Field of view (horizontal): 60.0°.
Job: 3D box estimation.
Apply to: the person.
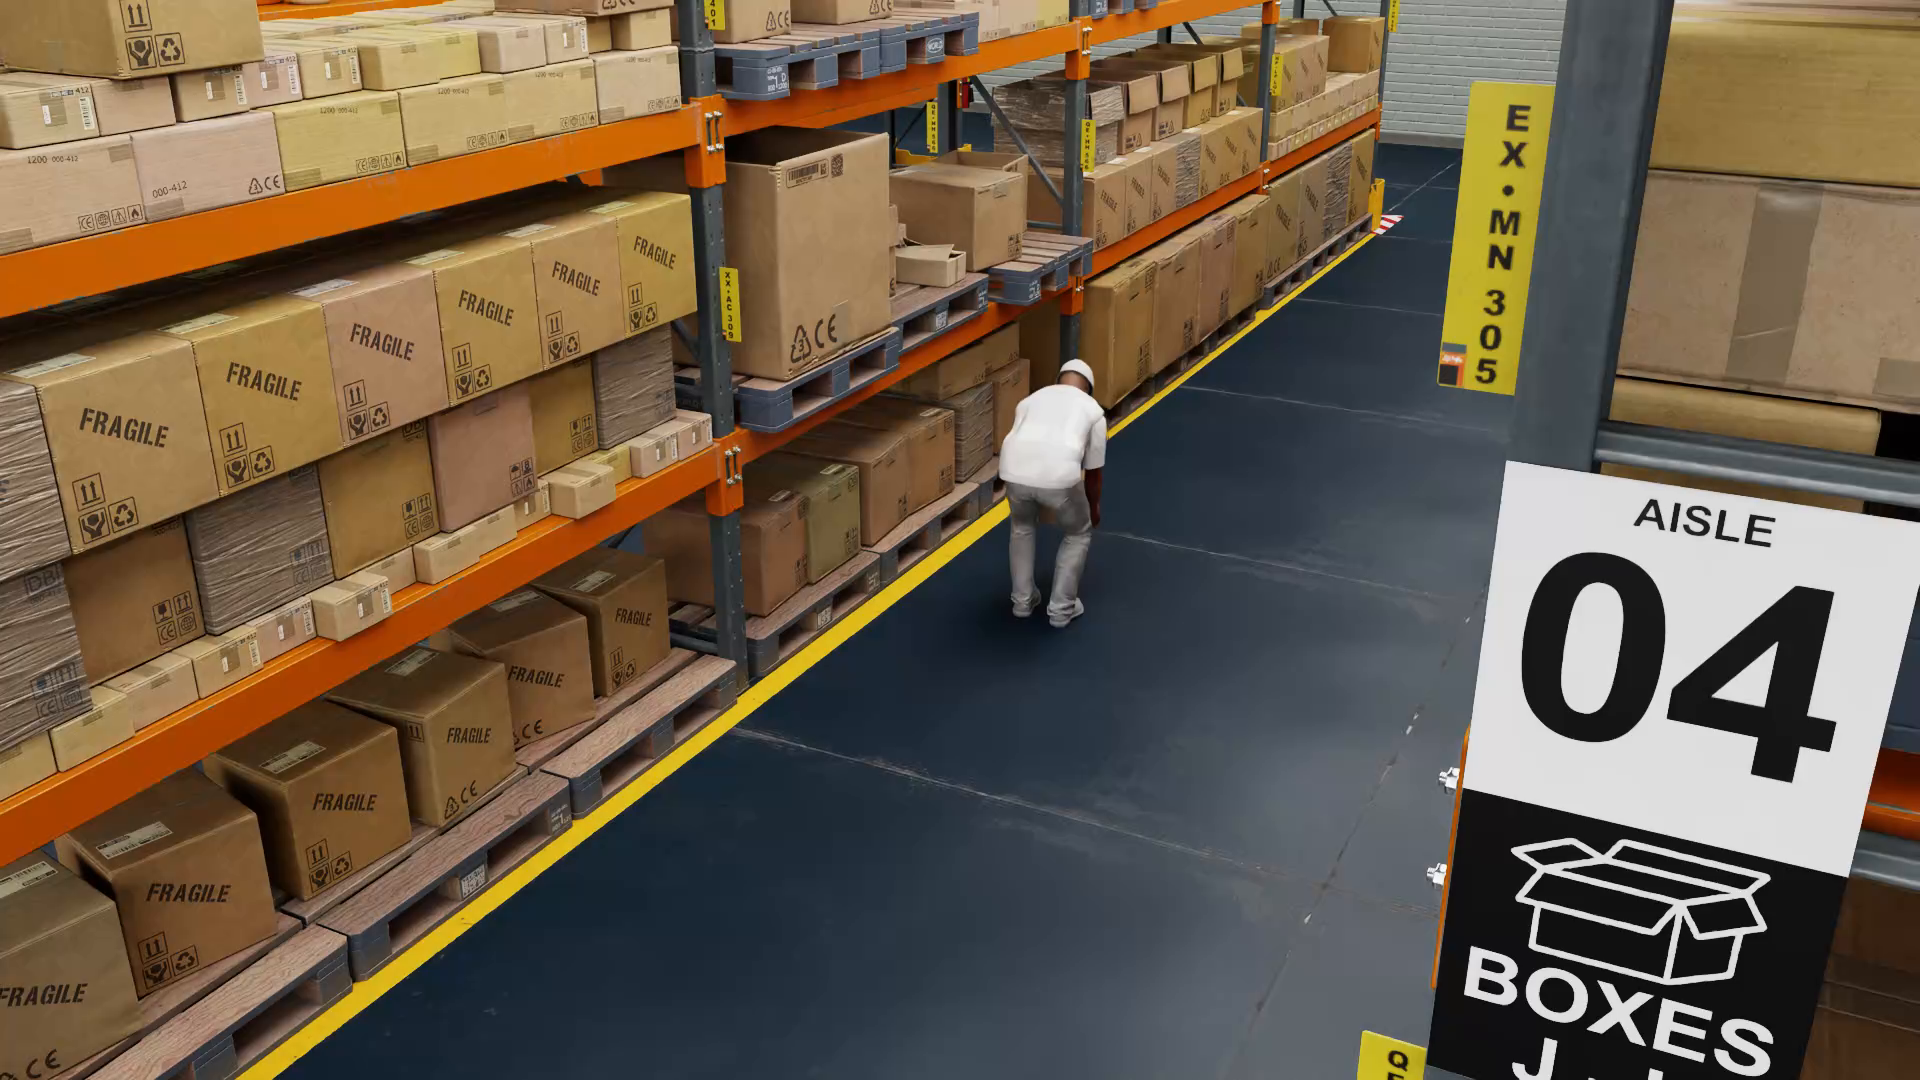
[{"bbox_3d":[0.499,-0.258,8.839,0.497,1.258,0.939,8,24,19],"label":"person"}]
